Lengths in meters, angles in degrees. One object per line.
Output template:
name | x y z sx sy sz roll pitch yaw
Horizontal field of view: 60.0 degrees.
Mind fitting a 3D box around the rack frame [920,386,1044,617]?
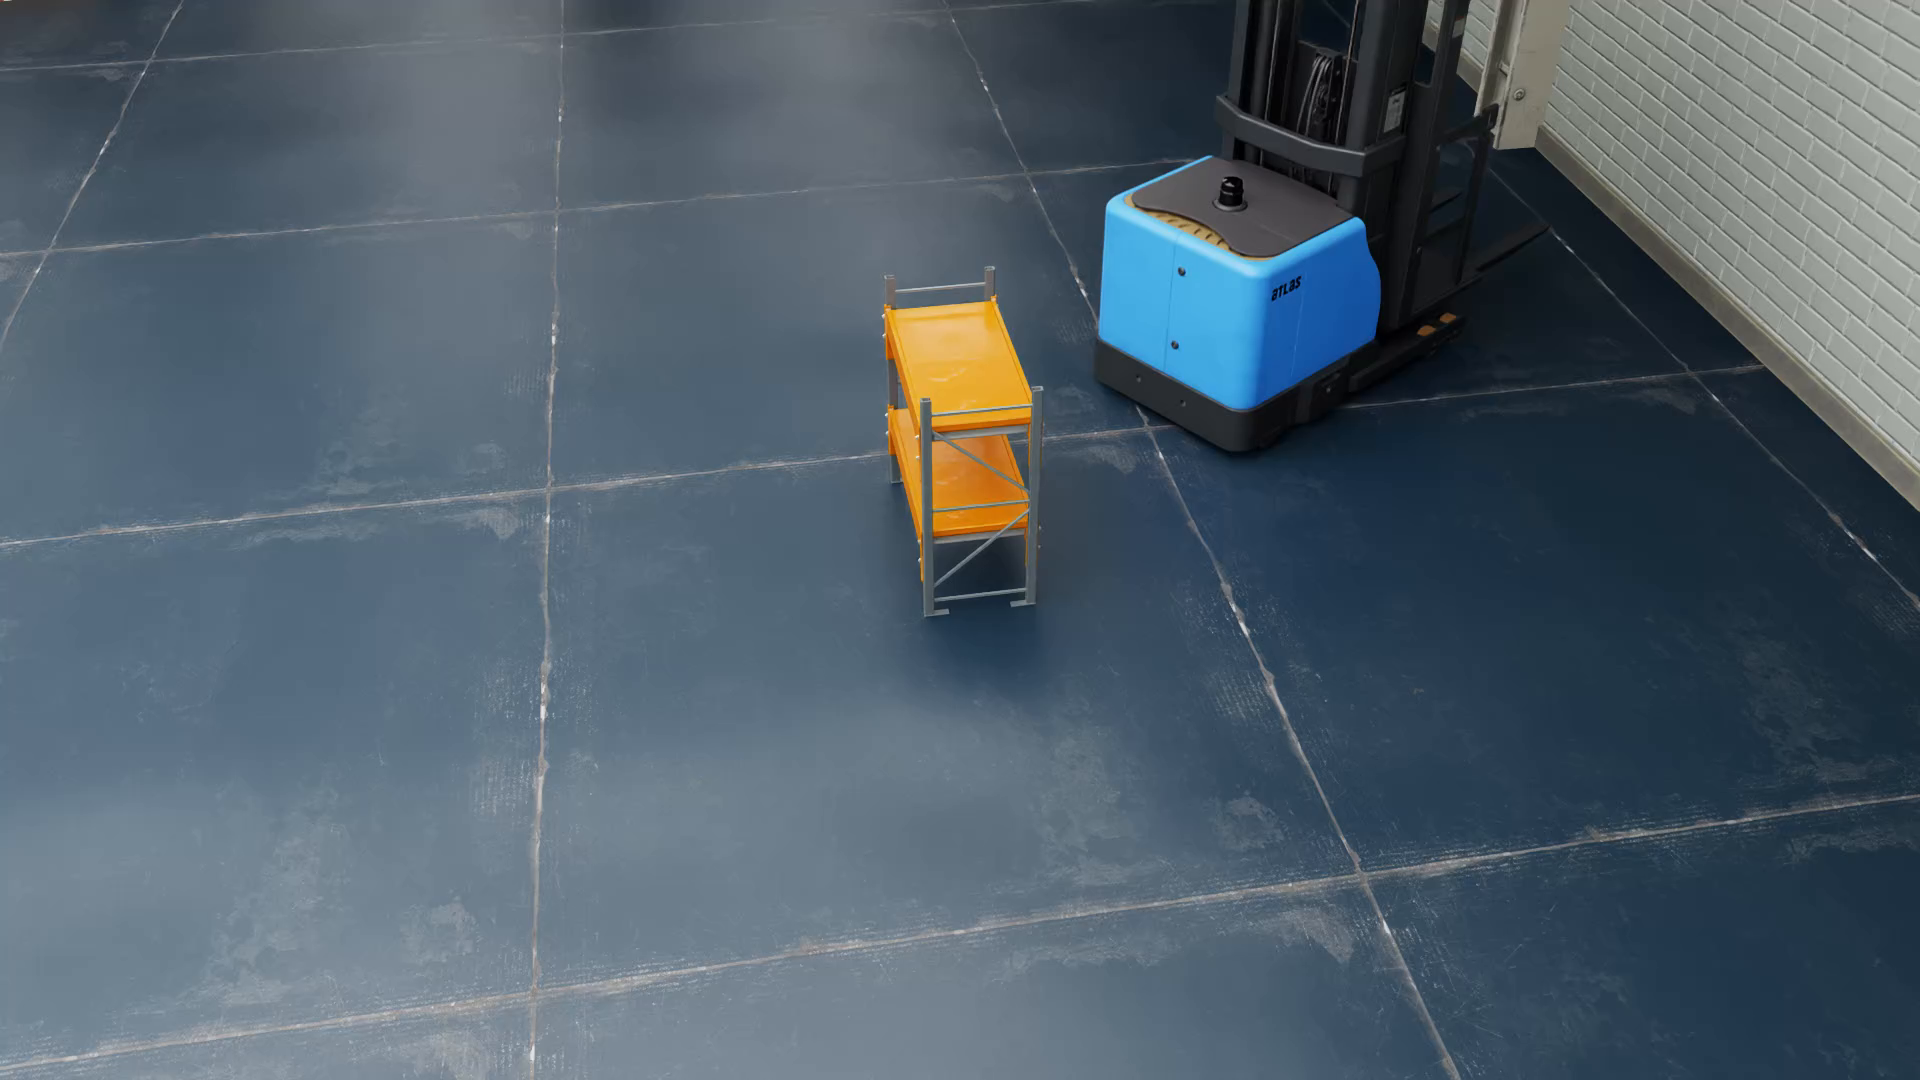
rack frame | 0.088 -0.141 7.015 0.500 1.125 0.032 -6 38 -8

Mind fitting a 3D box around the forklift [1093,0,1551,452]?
forklift | 2.132 -2.369 8.410 3.031 2.935 1.130 -29 46 -32

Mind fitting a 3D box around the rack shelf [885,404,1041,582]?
rack shelf | -0.001 -0.255 7.560 0.538 0.278 1.000 -6 38 -8

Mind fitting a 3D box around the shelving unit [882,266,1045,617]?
shelving unit | -0.001 -0.448 7.410 0.538 1.125 1.048 -6 38 -8

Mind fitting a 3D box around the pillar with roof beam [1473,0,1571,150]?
pillar with roof beam | -0.543 -5.832 7.922 9.100 9.000 0.400 -6 38 -8

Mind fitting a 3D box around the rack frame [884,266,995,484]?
rack frame | -0.090 -0.755 7.805 0.500 1.125 0.032 -6 38 -8

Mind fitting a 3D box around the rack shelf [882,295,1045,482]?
rack shelf | -0.001 -0.679 7.231 0.538 0.278 1.000 -6 38 -8
